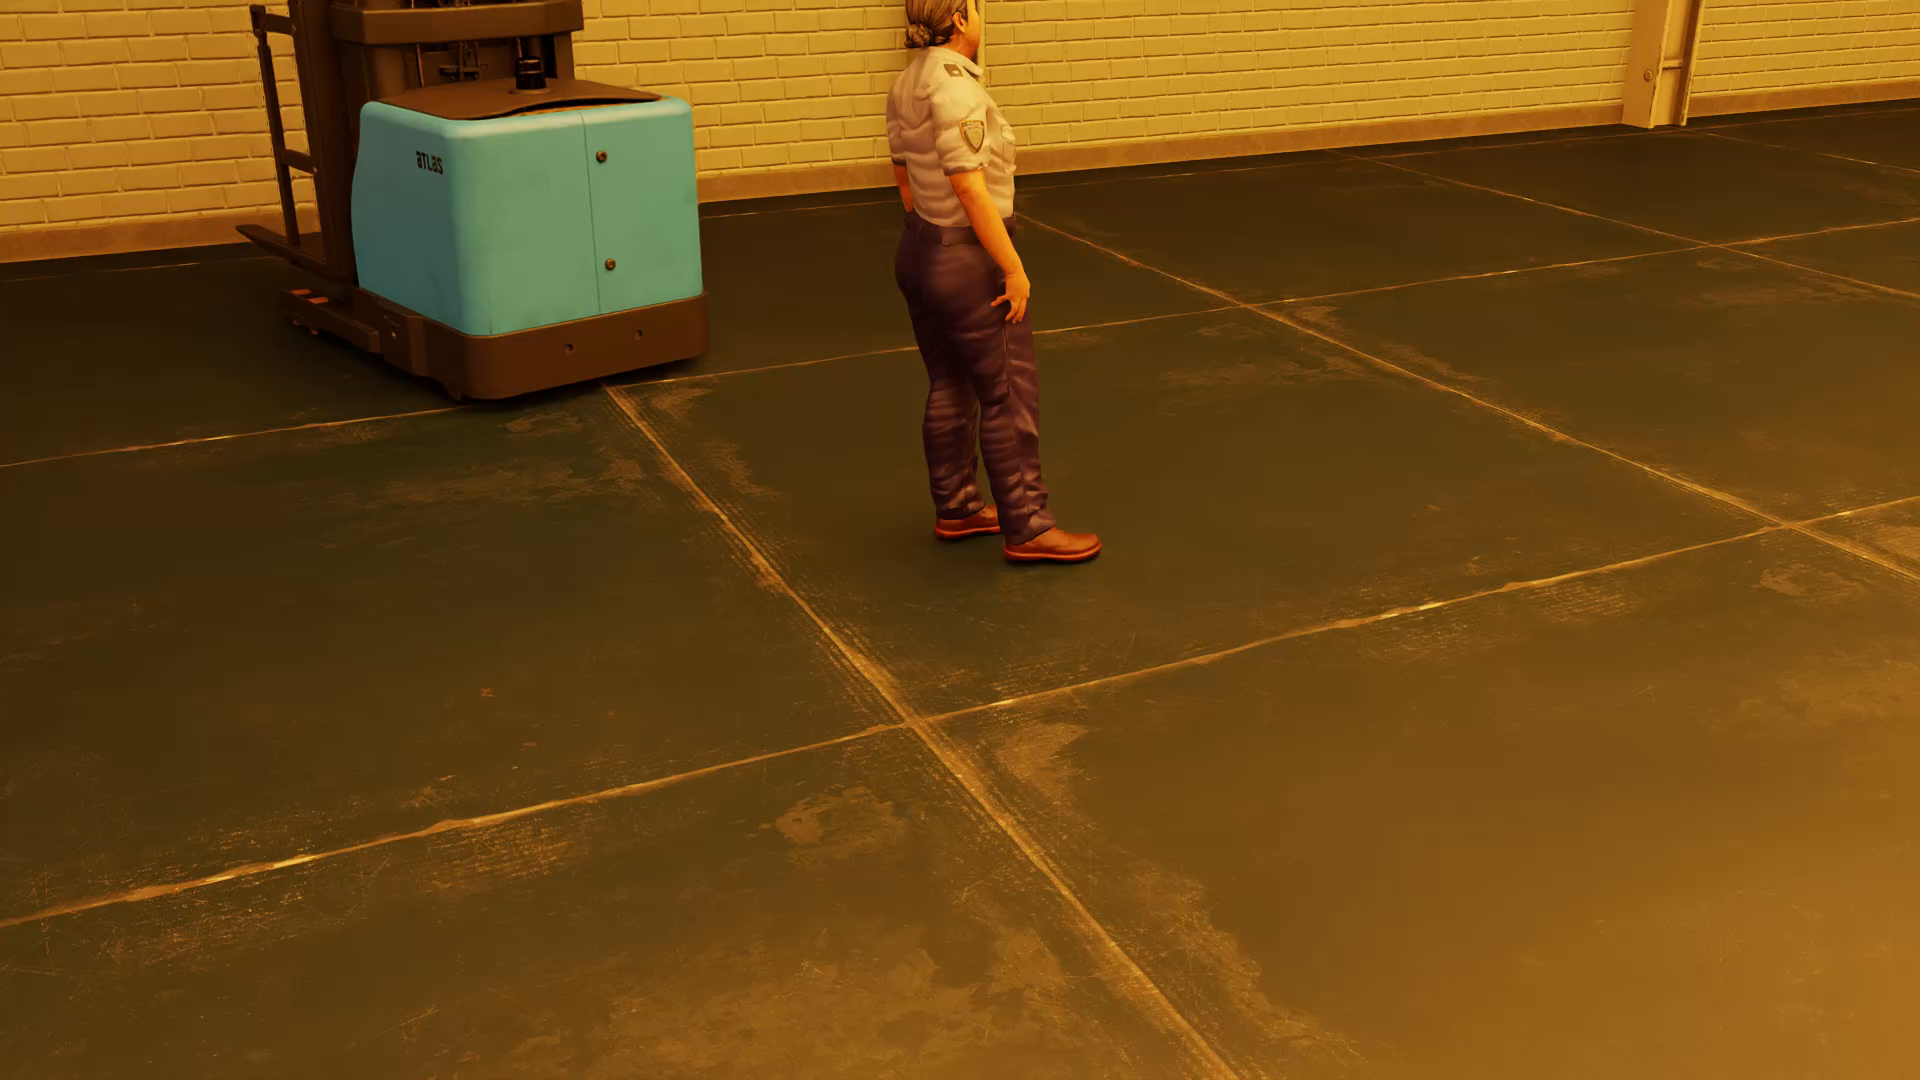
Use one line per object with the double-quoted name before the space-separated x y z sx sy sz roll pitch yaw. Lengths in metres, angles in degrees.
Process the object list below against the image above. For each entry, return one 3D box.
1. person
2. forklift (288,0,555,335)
"person" 0.090 -0.774 4.804 0.503 1.650 0.599 -10 25 -23
"forklift" -2.362 -2.361 6.971 1.121 2.935 3.031 -19 29 -37
